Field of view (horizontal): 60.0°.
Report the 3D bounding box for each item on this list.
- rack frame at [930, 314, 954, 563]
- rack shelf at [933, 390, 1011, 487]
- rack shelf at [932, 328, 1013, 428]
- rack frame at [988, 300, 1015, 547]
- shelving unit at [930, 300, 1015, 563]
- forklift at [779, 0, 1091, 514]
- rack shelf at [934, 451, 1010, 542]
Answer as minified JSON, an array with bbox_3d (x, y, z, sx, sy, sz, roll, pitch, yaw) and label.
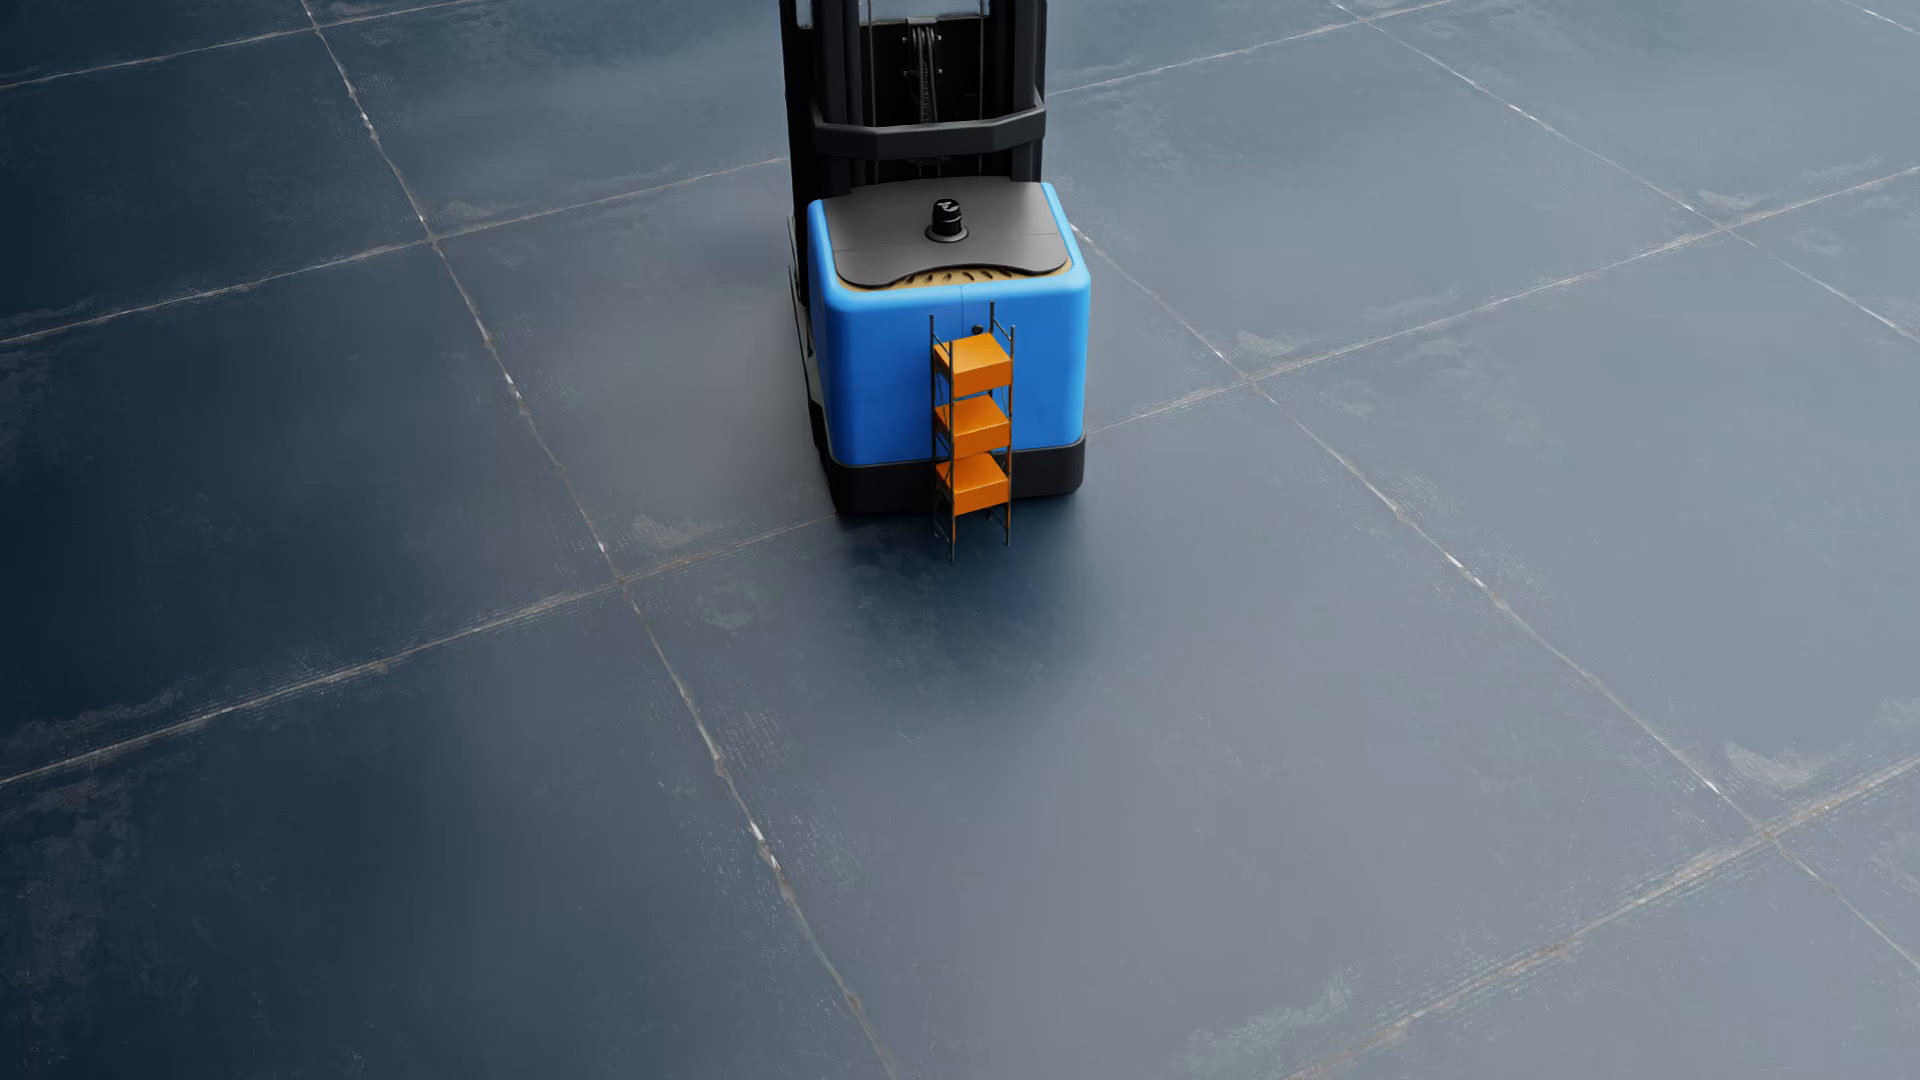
[{"bbox_3d":[-0.067,-0.370,6.374,0.008,1.050,0.200,-16,43,-18],"label":"rack frame"},{"bbox_3d":[0.044,-0.393,6.418,0.240,0.259,0.215,-16,43,-18],"label":"rack shelf"},{"bbox_3d":[0.044,-0.610,6.235,0.240,0.259,0.215,-16,43,-18],"label":"rack shelf"},{"bbox_3d":[0.156,-0.433,6.448,0.008,1.050,0.200,-16,43,-18],"label":"rack frame"},{"bbox_3d":[0.044,-0.401,6.411,0.252,1.050,0.215,-16,43,-18],"label":"shelving unit"},{"bbox_3d":[-0.227,-2.178,7.055,1.130,2.935,3.031,-6,41,-7],"label":"forklift"},{"bbox_3d":[0.045,-0.181,6.598,0.240,0.259,0.215,-16,43,-18],"label":"rack shelf"}]
